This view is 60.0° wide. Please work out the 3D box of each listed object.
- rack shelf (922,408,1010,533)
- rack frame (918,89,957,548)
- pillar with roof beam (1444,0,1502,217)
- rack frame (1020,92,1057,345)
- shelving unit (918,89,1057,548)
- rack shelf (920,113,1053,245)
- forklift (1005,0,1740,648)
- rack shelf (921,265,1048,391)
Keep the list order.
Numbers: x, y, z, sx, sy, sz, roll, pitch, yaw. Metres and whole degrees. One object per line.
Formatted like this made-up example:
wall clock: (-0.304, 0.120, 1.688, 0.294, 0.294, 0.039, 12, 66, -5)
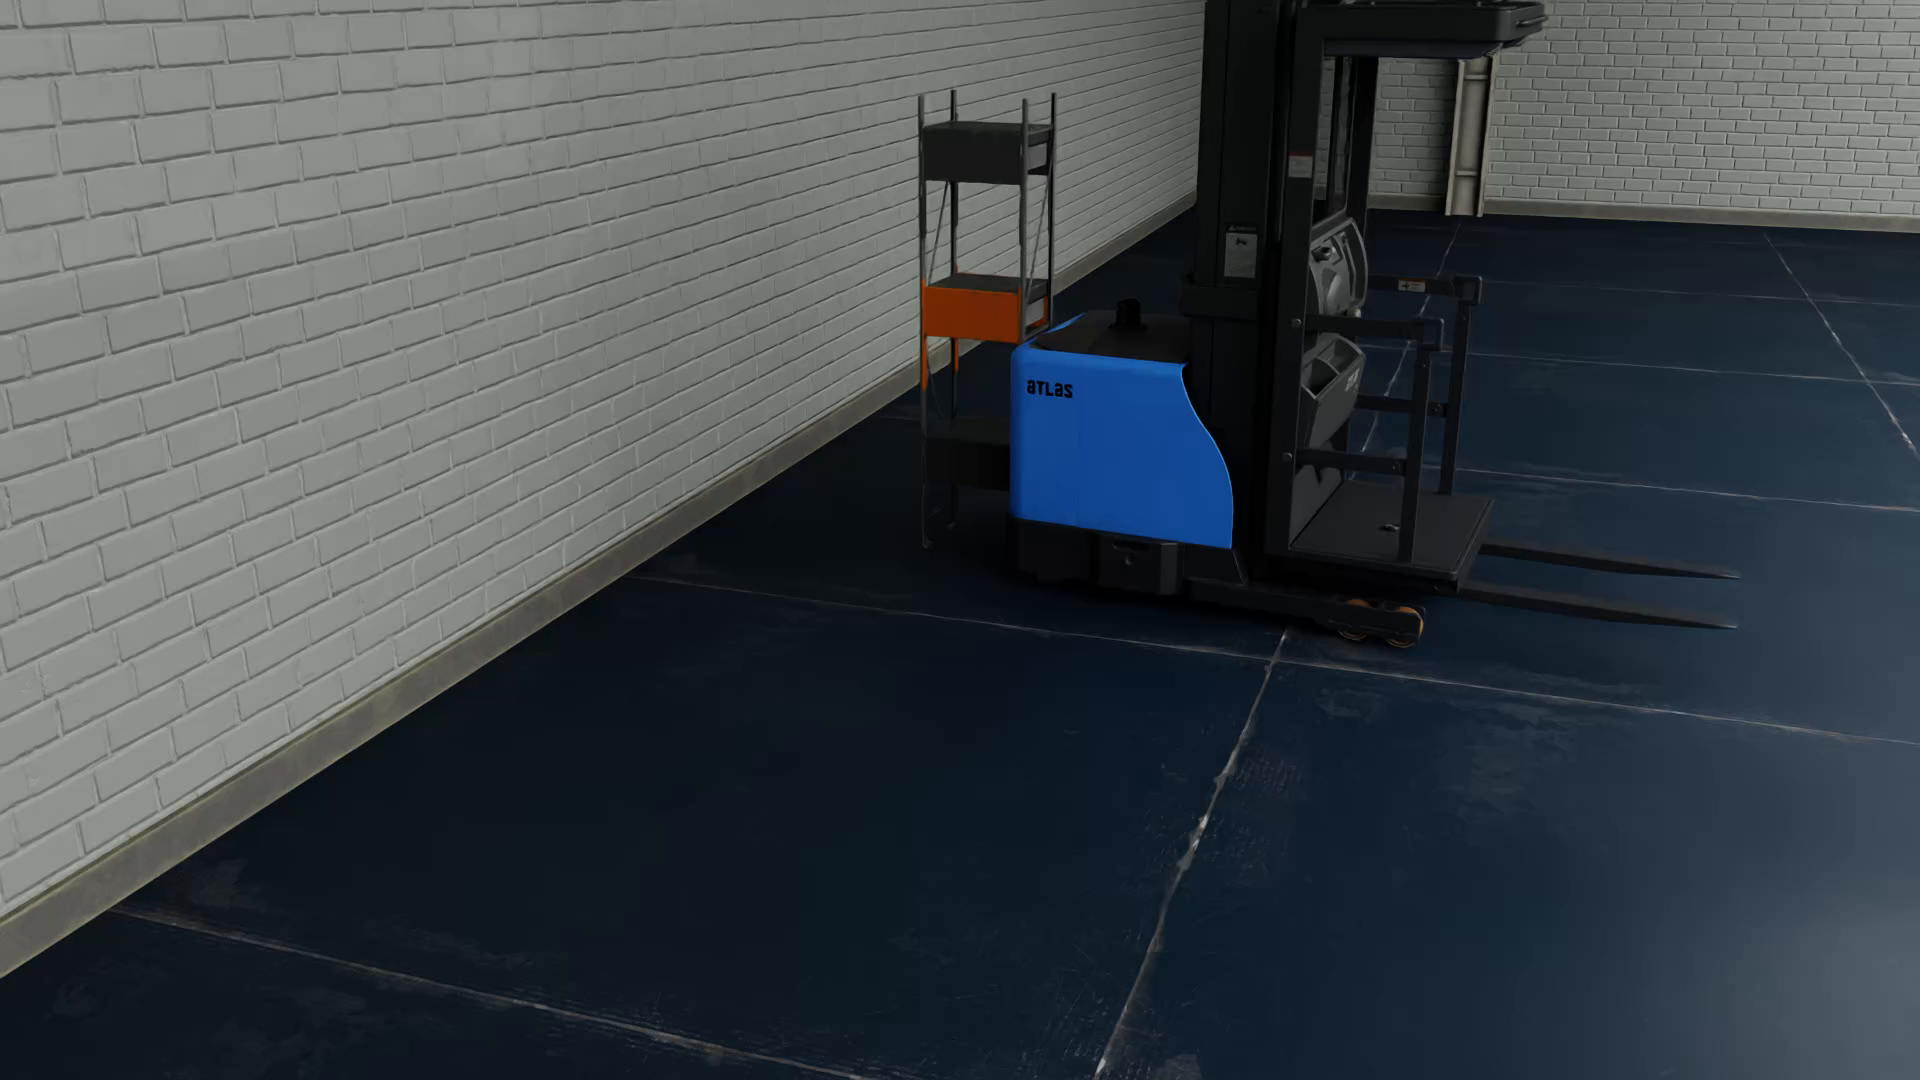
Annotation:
rack shelf: (0.125, -0.309, 7.940, 0.480, 0.518, 0.431, 8, 21, 21)
rack frame: (-0.100, -1.013, 7.793, 0.015, 2.100, 0.400, 8, 21, 21)
pillar with roof beam: (4.177, -6.526, 13.128, 0.400, 9.000, 9.100, 7, 20, 18)
rack frame: (0.350, -0.952, 7.616, 0.015, 2.100, 0.400, 8, 21, 21)
shelving unit: (0.125, -0.982, 7.705, 0.503, 2.100, 0.431, 8, 21, 21)
rack shelf: (0.125, -1.631, 7.479, 0.480, 0.518, 0.431, 8, 21, 21)
forklift: (1.767, -1.142, 6.899, 3.031, 2.935, 1.130, 9, 21, 23)
rack shelf: (0.125, -0.970, 7.709, 0.480, 0.518, 0.431, 8, 21, 21)
